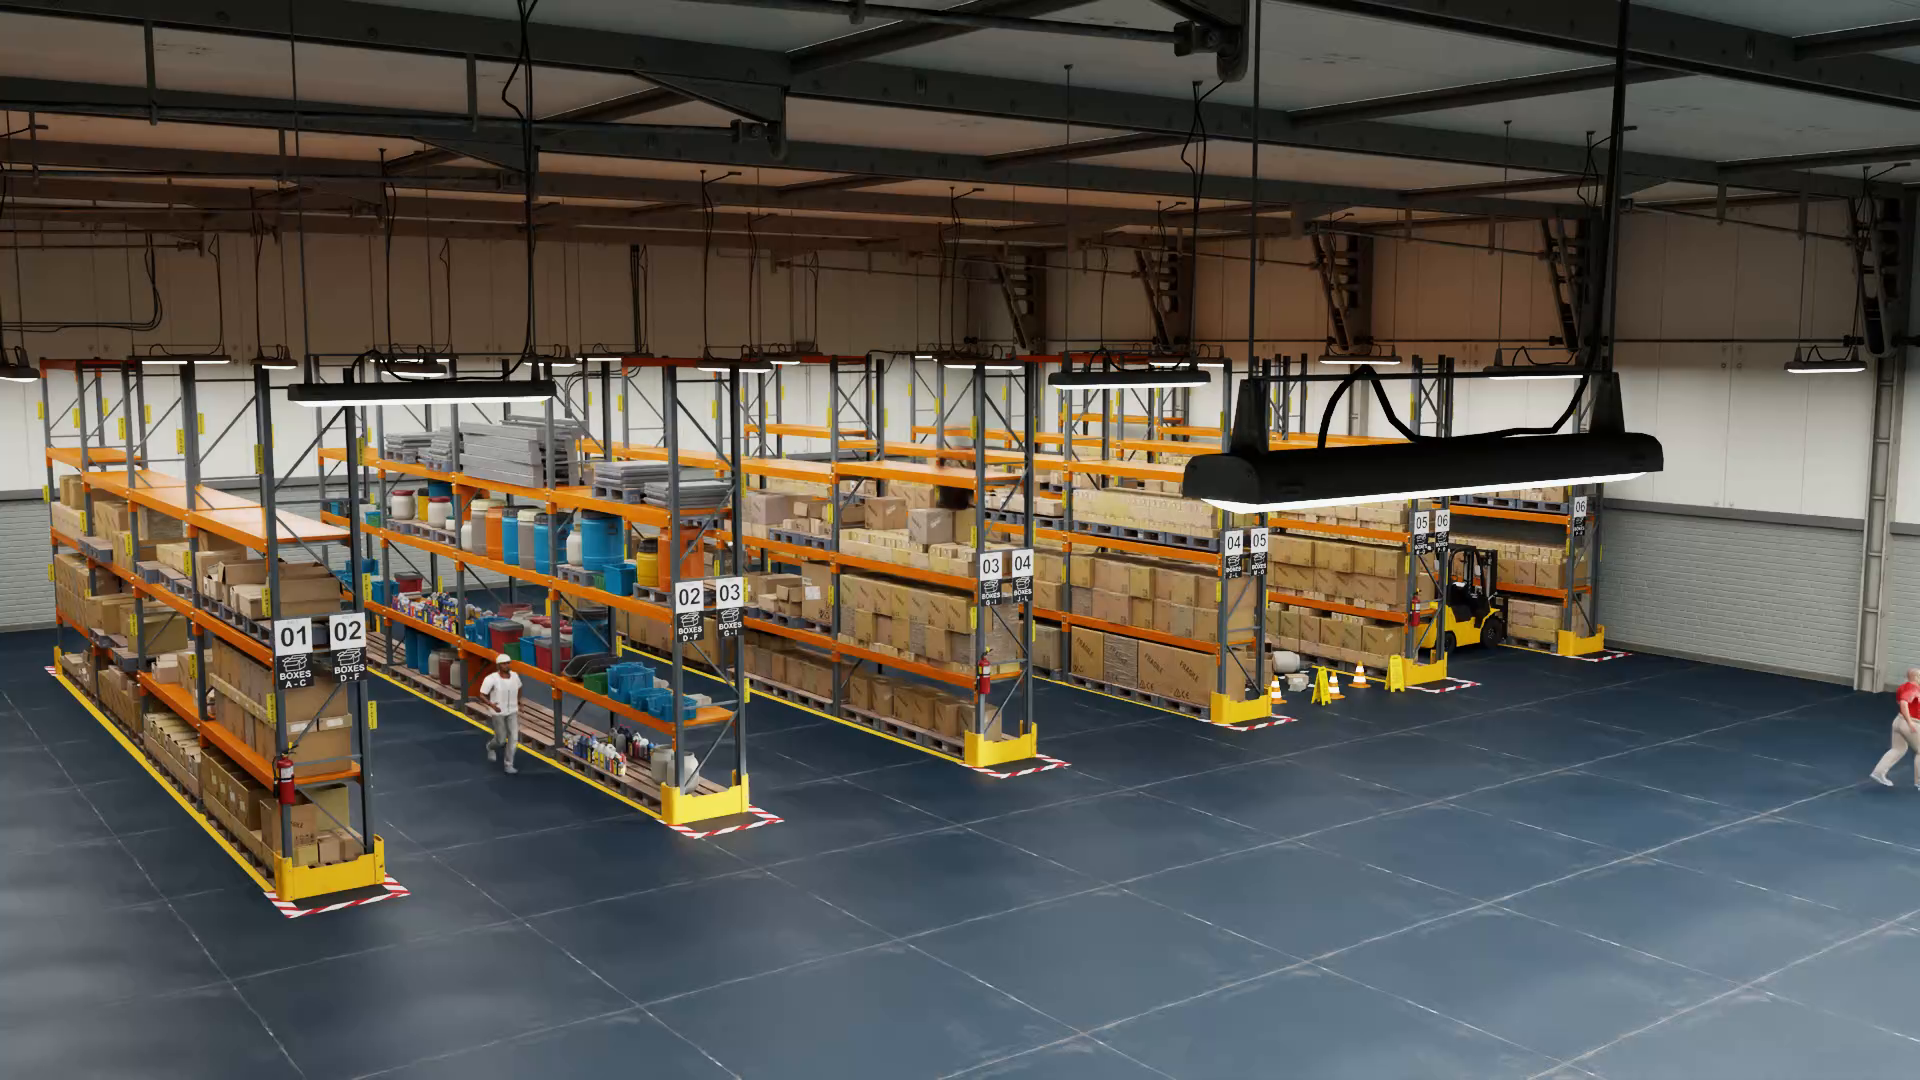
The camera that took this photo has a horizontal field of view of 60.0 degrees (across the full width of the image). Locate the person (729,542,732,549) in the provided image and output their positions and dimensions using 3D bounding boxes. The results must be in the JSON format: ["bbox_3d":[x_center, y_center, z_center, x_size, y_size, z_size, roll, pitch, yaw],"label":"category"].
[{"bbox_3d":[-5.219,0.872,38.208,0.644,1.739,0.693,-4,8,-32],"label":"person"}]

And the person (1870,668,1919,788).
[{"bbox_3d":[13.333,2.676,23.412,0.832,1.773,0.636,0,7,2],"label":"person"}]

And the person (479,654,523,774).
[{"bbox_3d":[-6.721,2.531,24.479,0.697,1.743,0.768,-6,9,-42],"label":"person"}]
